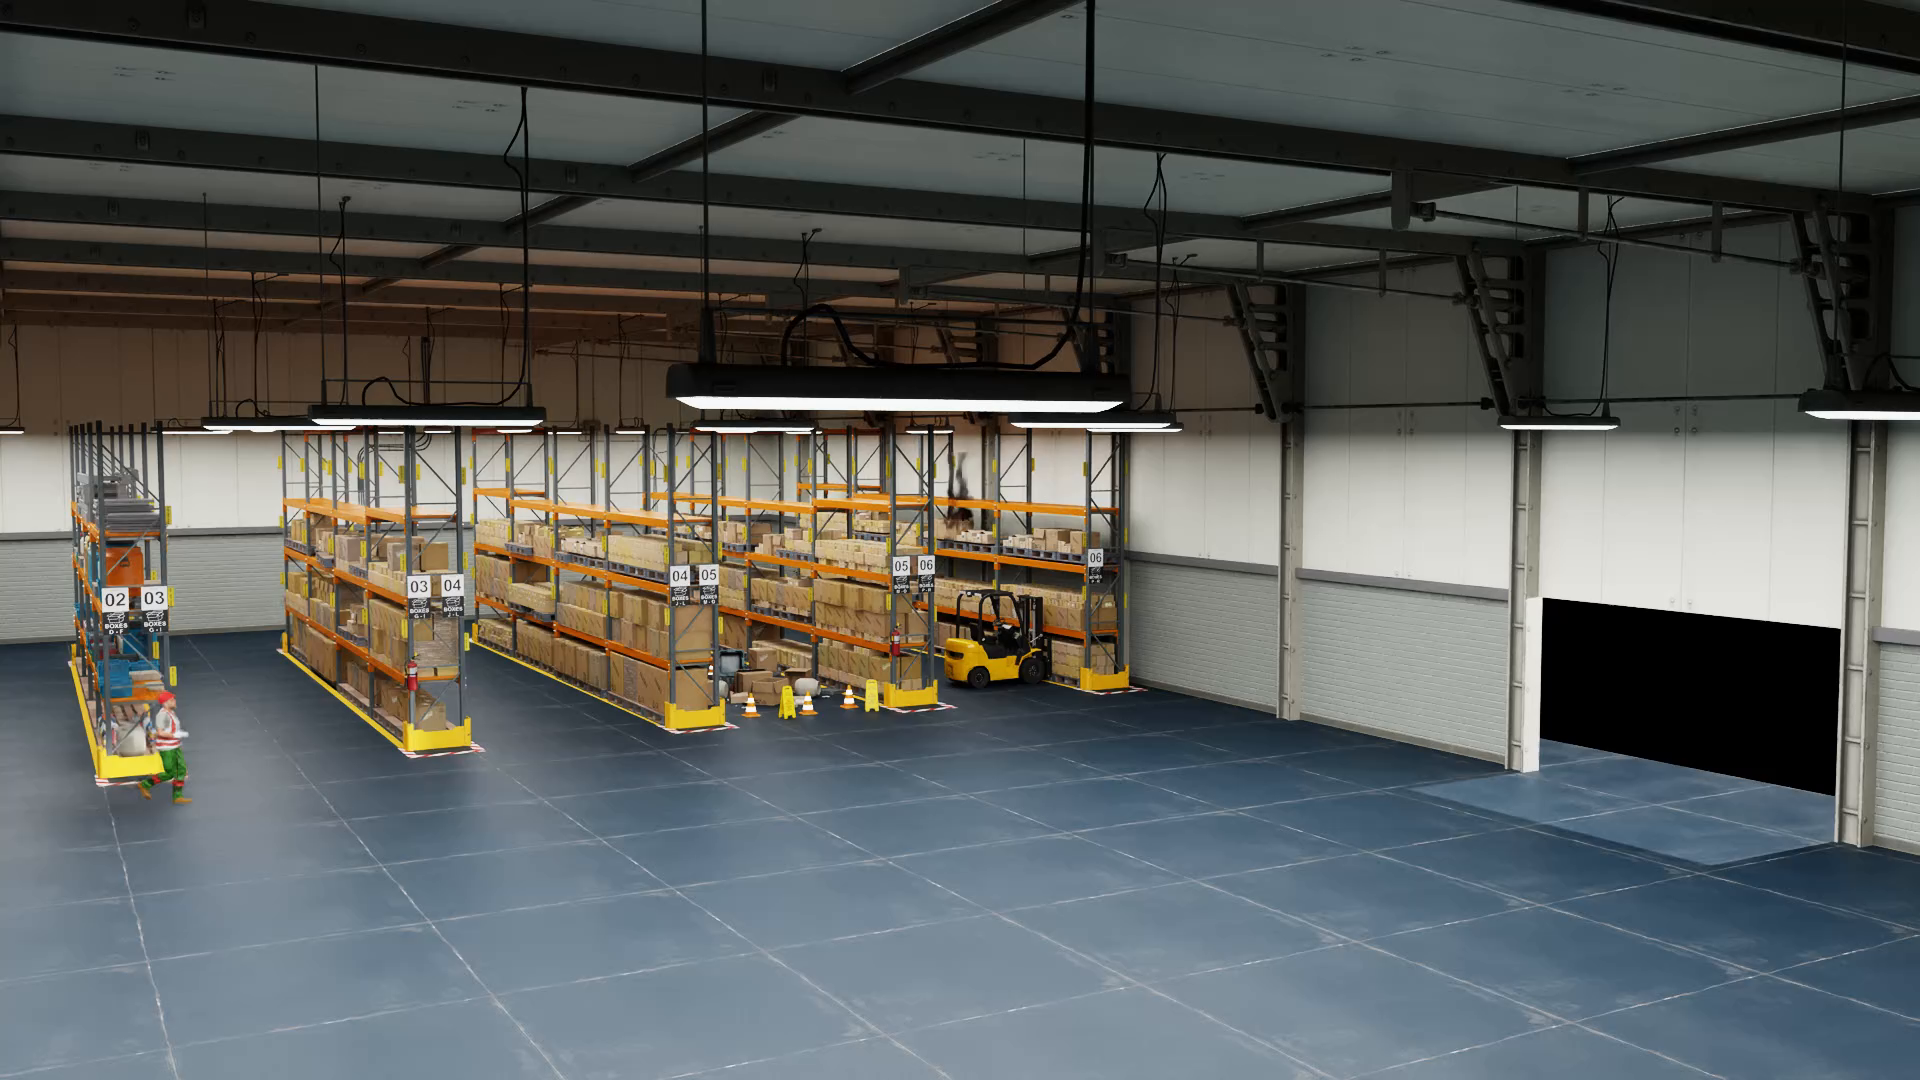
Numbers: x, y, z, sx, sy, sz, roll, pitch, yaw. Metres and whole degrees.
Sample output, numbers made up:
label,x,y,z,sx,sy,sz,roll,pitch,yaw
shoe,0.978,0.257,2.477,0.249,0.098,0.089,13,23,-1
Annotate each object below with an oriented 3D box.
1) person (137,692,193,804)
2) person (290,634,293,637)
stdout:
label,x,y,z,sx,sy,sz,roll,pitch,yaw
person,-12.374,3.240,25.884,0.790,1.758,0.658,-1,4,-10
person,-18.001,2.057,45.568,0.897,1.755,0.779,-2,4,-33
